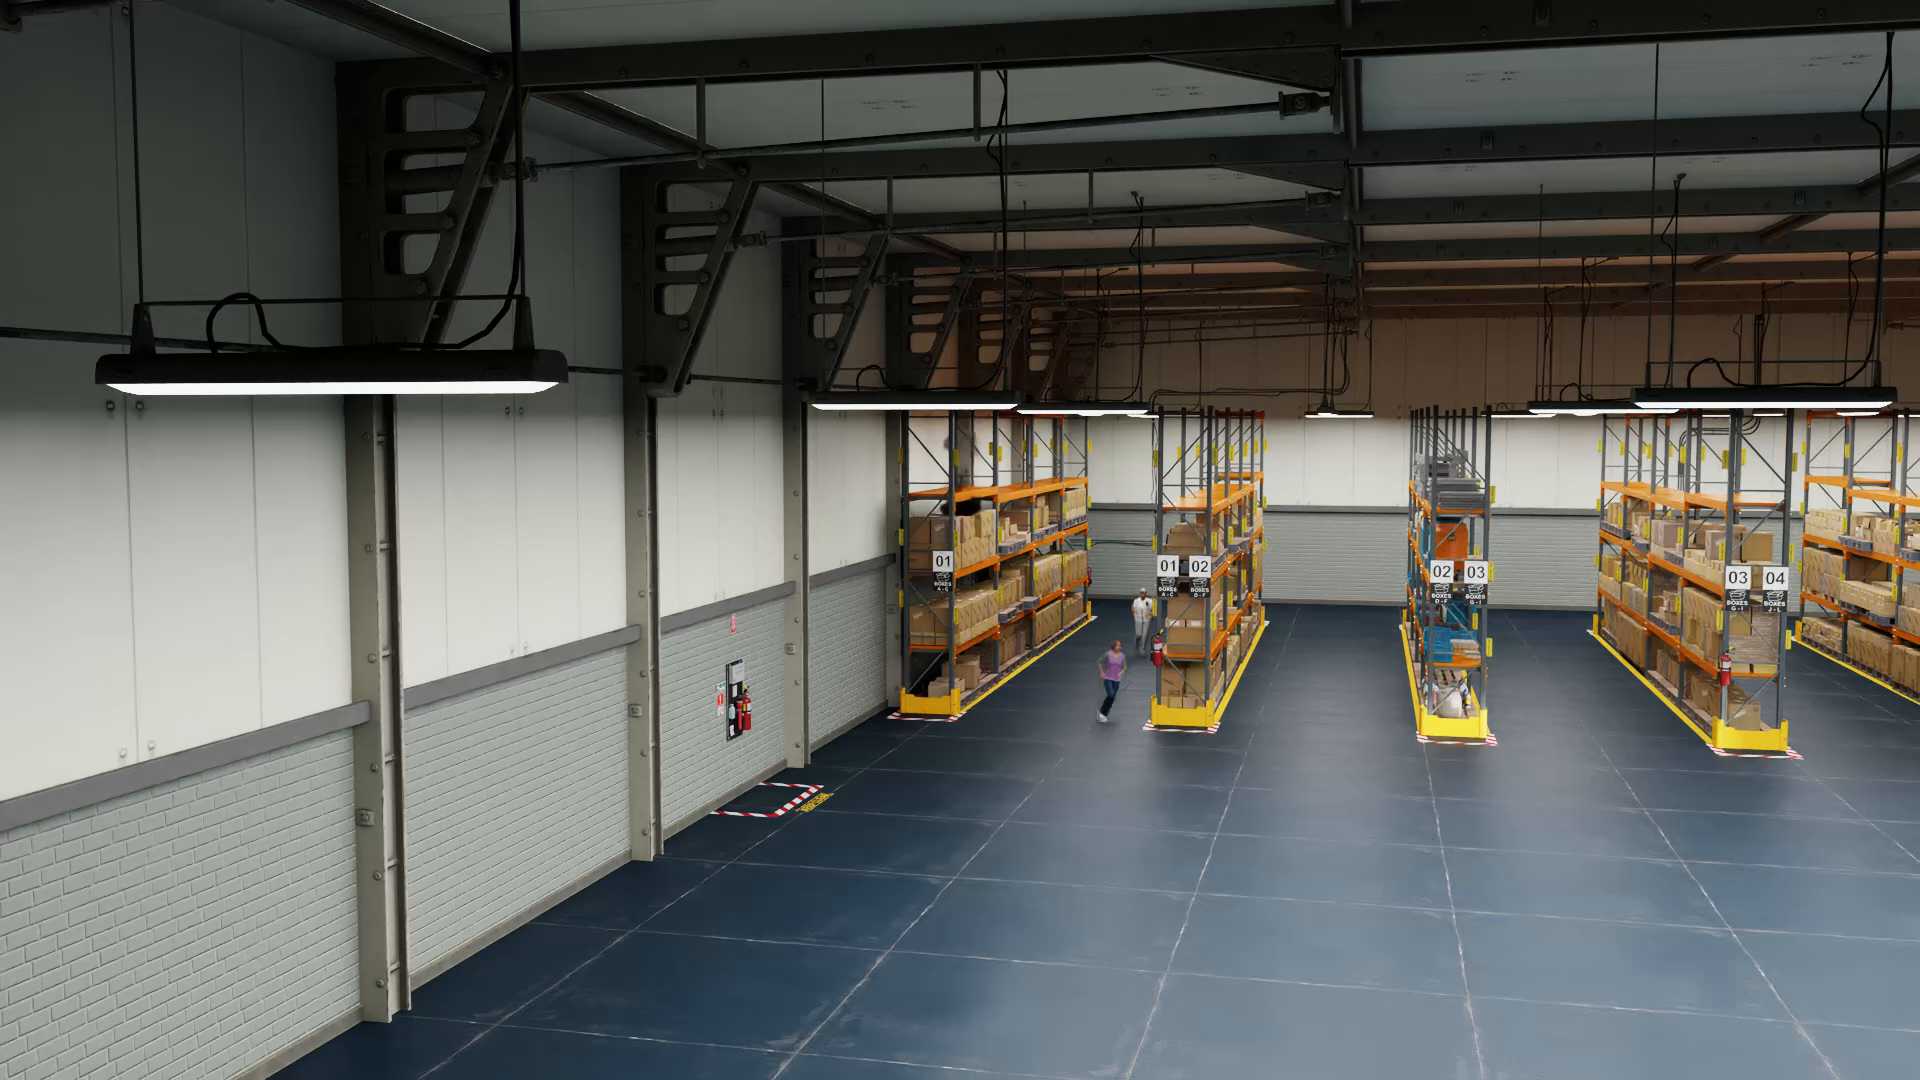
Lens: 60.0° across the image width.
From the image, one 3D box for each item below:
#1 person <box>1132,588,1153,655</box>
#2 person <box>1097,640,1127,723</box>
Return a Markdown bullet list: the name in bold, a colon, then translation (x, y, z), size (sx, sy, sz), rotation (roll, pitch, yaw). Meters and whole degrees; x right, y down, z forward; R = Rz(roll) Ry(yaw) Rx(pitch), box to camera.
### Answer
- **person**: translation (4.468, 2.001, 40.558), size (0.586, 1.621, 0.583), rotation (1, 4, 10)
- **person**: translation (2.893, 2.682, 31.544), size (0.551, 1.555, 0.587), rotation (-1, 4, -17)
